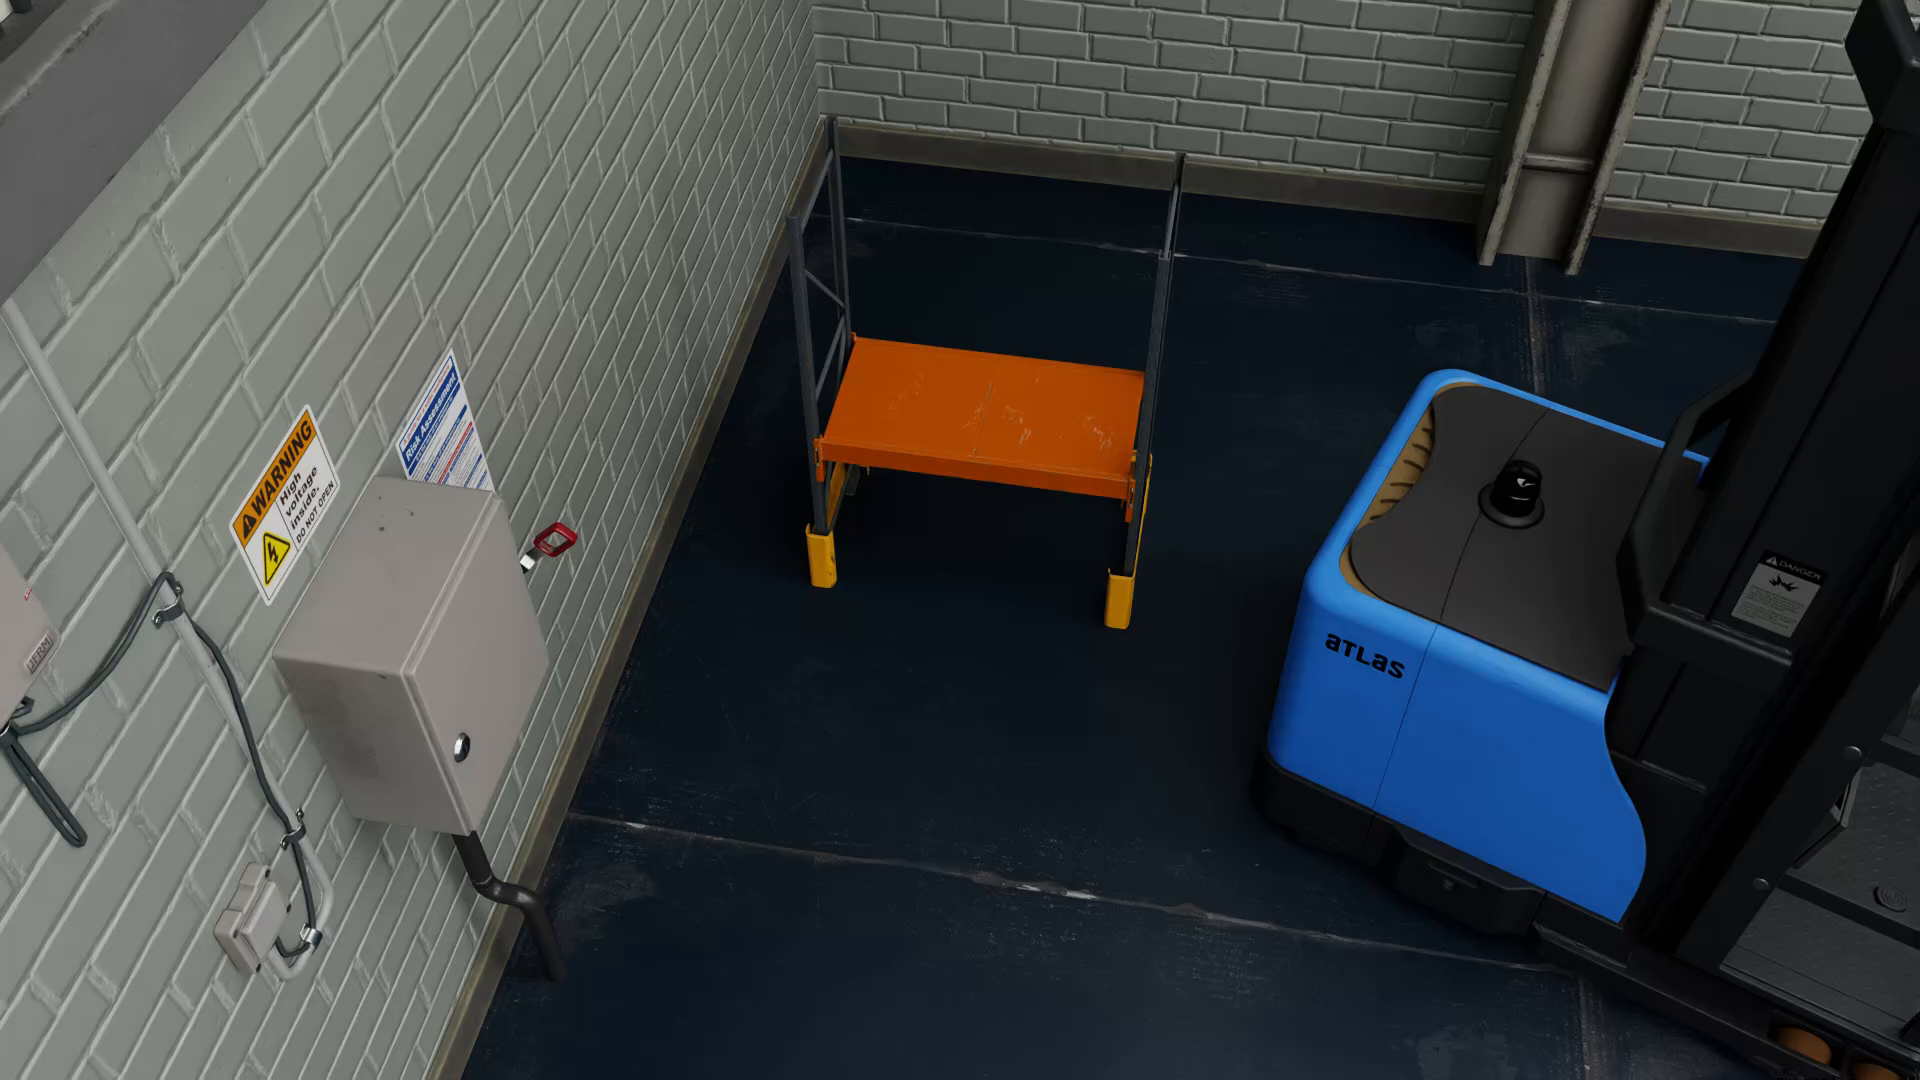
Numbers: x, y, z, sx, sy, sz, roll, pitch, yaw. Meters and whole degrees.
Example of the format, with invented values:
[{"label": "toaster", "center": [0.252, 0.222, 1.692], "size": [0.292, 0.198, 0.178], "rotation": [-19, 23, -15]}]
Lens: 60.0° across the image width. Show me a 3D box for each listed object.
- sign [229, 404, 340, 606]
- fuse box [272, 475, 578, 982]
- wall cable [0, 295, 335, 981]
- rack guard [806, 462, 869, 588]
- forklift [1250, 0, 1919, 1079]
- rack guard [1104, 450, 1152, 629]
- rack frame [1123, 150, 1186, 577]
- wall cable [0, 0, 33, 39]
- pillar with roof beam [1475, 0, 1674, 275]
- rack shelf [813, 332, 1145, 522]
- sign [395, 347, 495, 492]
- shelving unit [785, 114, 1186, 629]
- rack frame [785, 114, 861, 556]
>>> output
[{"label": "sign", "center": [-1.310, -0.070, 3.241], "size": [0.001, 0.242, 0.339], "rotation": [8, 49, 7]}, {"label": "fuse box", "center": [-1.096, 0.624, 4.039], "size": [0.414, 1.711, 0.539], "rotation": [8, 49, 7]}, {"label": "wall cable", "center": [-1.373, 0.332, 2.752], "size": [0.122, 1.984, 0.588], "rotation": [8, 49, 7]}, {"label": "rack guard", "center": [-0.415, -0.139, 5.707], "size": [0.087, 0.250, 0.587], "rotation": [8, 49, 7]}, {"label": "forklift", "center": [2.399, 0.092, 3.697], "size": [3.031, 2.935, 1.130], "rotation": [24, 52, 20]}, {"label": "rack guard", "center": [0.565, -0.008, 5.589], "size": [0.087, 0.250, 0.587], "rotation": [8, 49, 7]}, {"label": "rack frame", "center": [0.584, -0.423, 5.122], "size": [0.032, 1.500, 0.500], "rotation": [8, 49, 7]}, {"label": "wall cable", "center": [-1.039, -2.708, 2.108], "size": [0.133, 3.039, 2.988], "rotation": [8, 49, 7]}, {"label": "pillar with roof beam", "center": [1.560, -1.064, 0.656], "size": [0.400, 9.000, 9.100], "rotation": [8, 49, 7]}, {"label": "rack shelf", "center": [0.084, -0.370, 5.316], "size": [1.000, 0.185, 0.538], "rotation": [8, 49, 7]}, {"label": "sign", "center": [-1.212, -0.164, 3.945], "size": [0.001, 0.494, 0.329], "rotation": [8, 49, 7]}, {"label": "shelving unit", "center": [0.075, -0.491, 5.183], "size": [1.083, 1.500, 0.587], "rotation": [8, 49, 7]}, {"label": "rack frame", "center": [-0.416, -0.557, 5.242], "size": [0.032, 1.500, 0.500], "rotation": [8, 49, 7]}]
